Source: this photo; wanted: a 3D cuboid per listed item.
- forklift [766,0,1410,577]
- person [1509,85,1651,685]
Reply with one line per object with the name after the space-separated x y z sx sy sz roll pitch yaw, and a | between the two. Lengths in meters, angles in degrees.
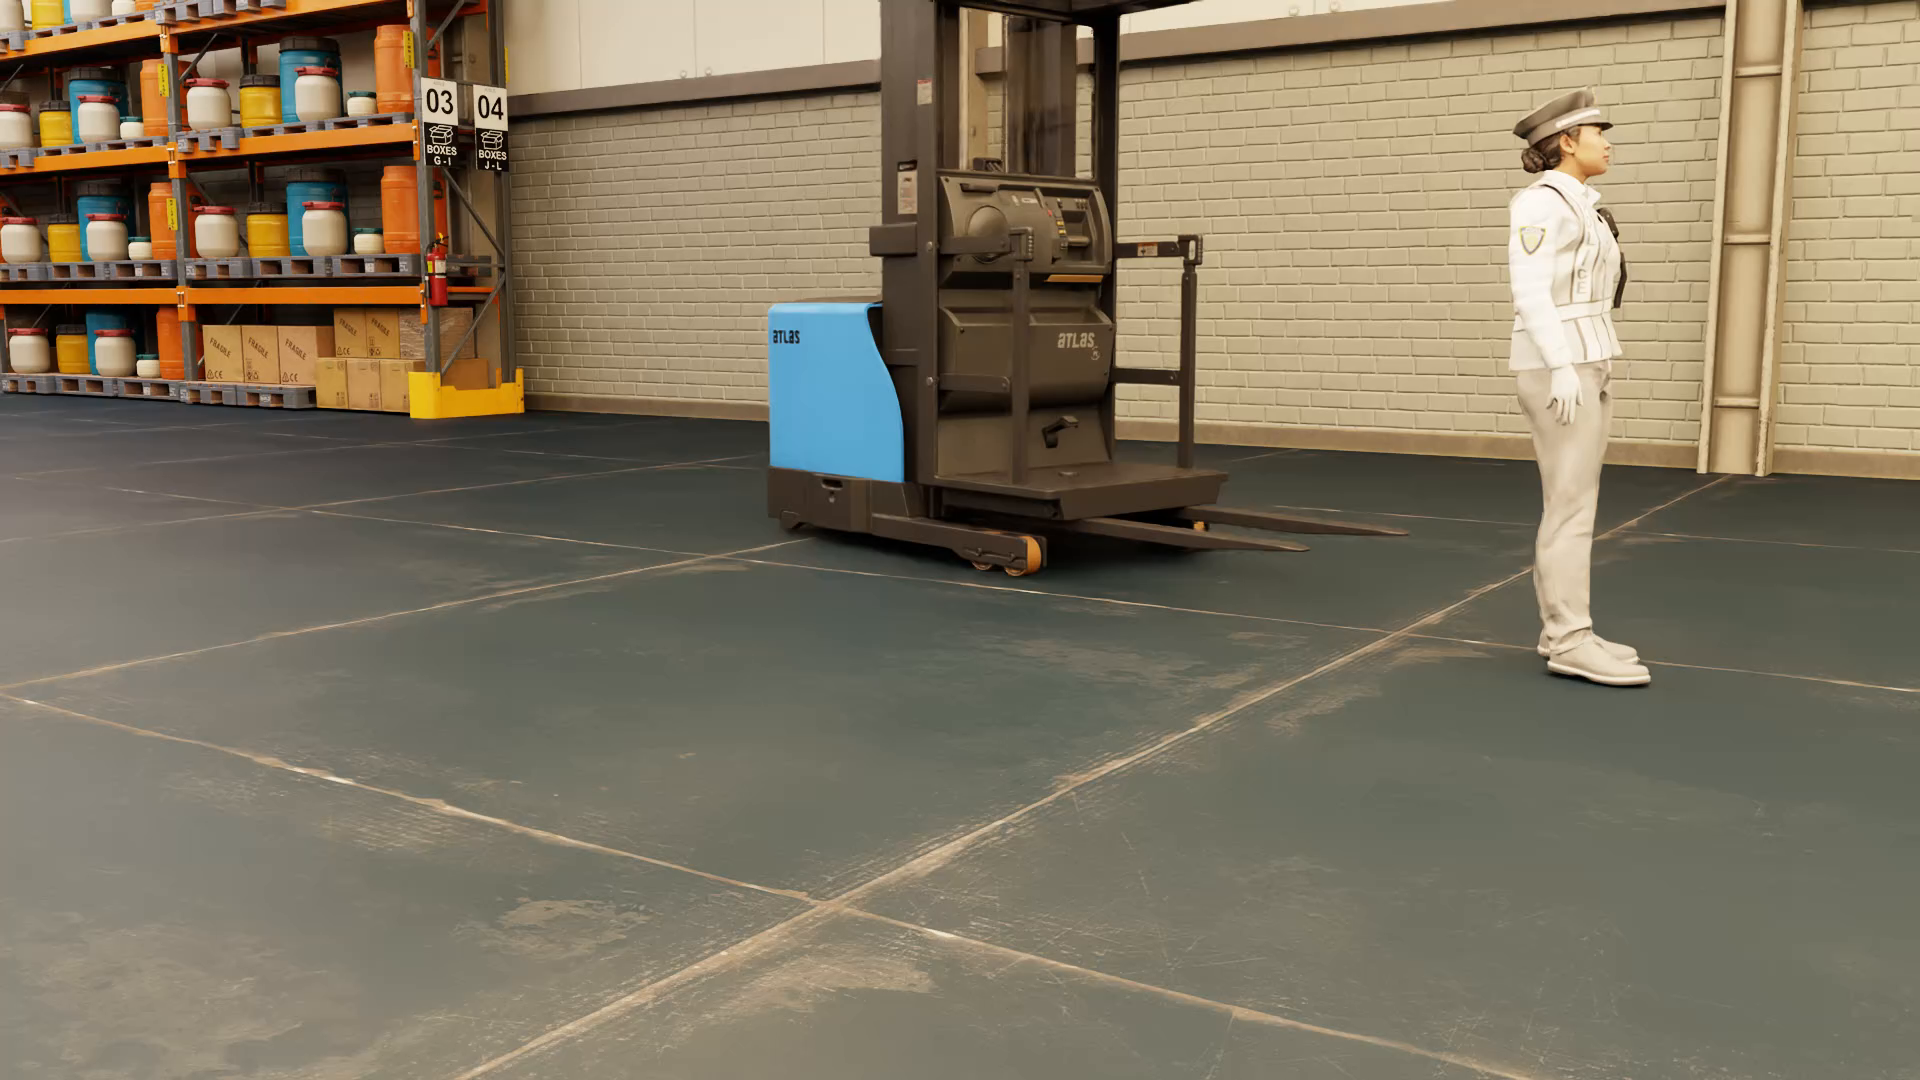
0.433 -1.386 6.939 1.130 2.935 3.031 -7 11 -41 | forklift
1.847 -0.472 4.883 0.514 1.702 0.575 5 10 33 | person
